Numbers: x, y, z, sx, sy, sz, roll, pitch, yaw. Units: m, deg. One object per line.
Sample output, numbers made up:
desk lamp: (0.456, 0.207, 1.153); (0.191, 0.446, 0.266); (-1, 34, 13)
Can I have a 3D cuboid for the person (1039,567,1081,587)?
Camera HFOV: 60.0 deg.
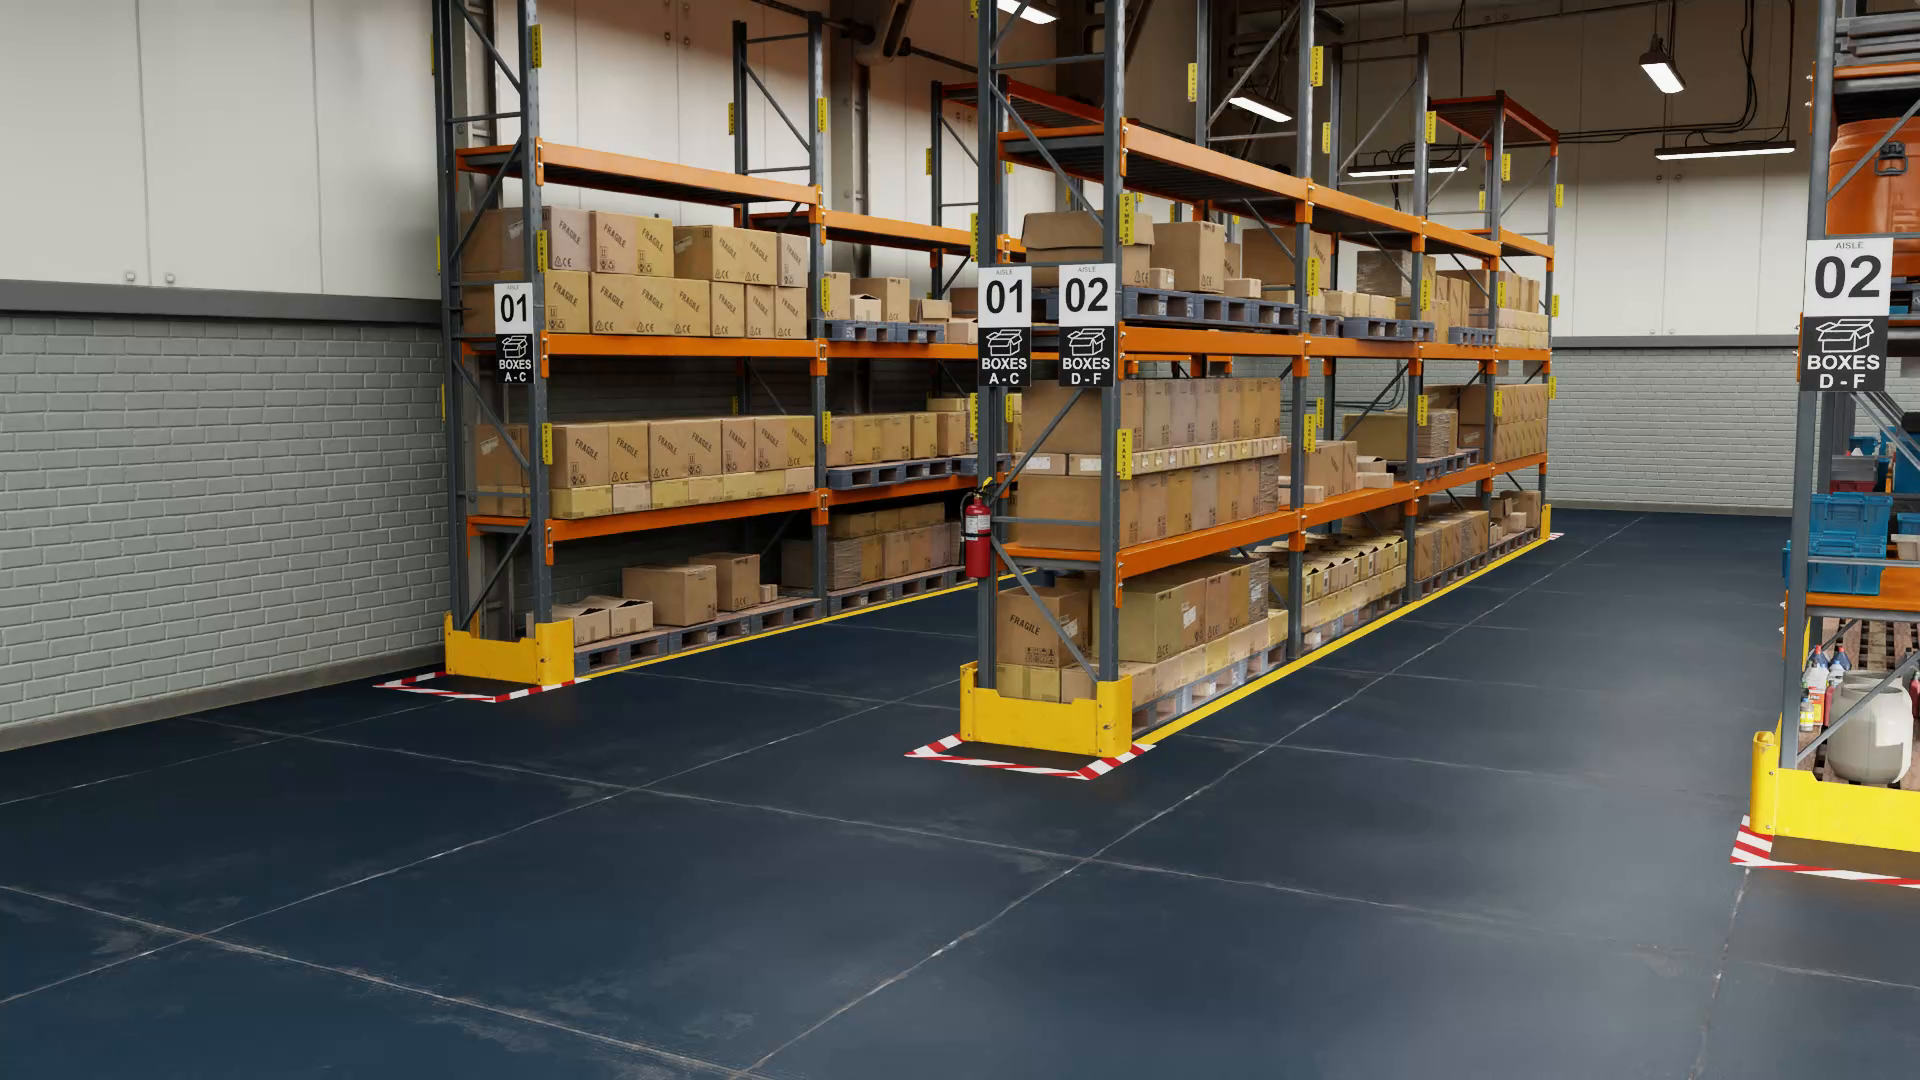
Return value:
person: (1.090, 0.220, 17.602); (0.536, 1.011, 0.904); (3, 7, 27)
